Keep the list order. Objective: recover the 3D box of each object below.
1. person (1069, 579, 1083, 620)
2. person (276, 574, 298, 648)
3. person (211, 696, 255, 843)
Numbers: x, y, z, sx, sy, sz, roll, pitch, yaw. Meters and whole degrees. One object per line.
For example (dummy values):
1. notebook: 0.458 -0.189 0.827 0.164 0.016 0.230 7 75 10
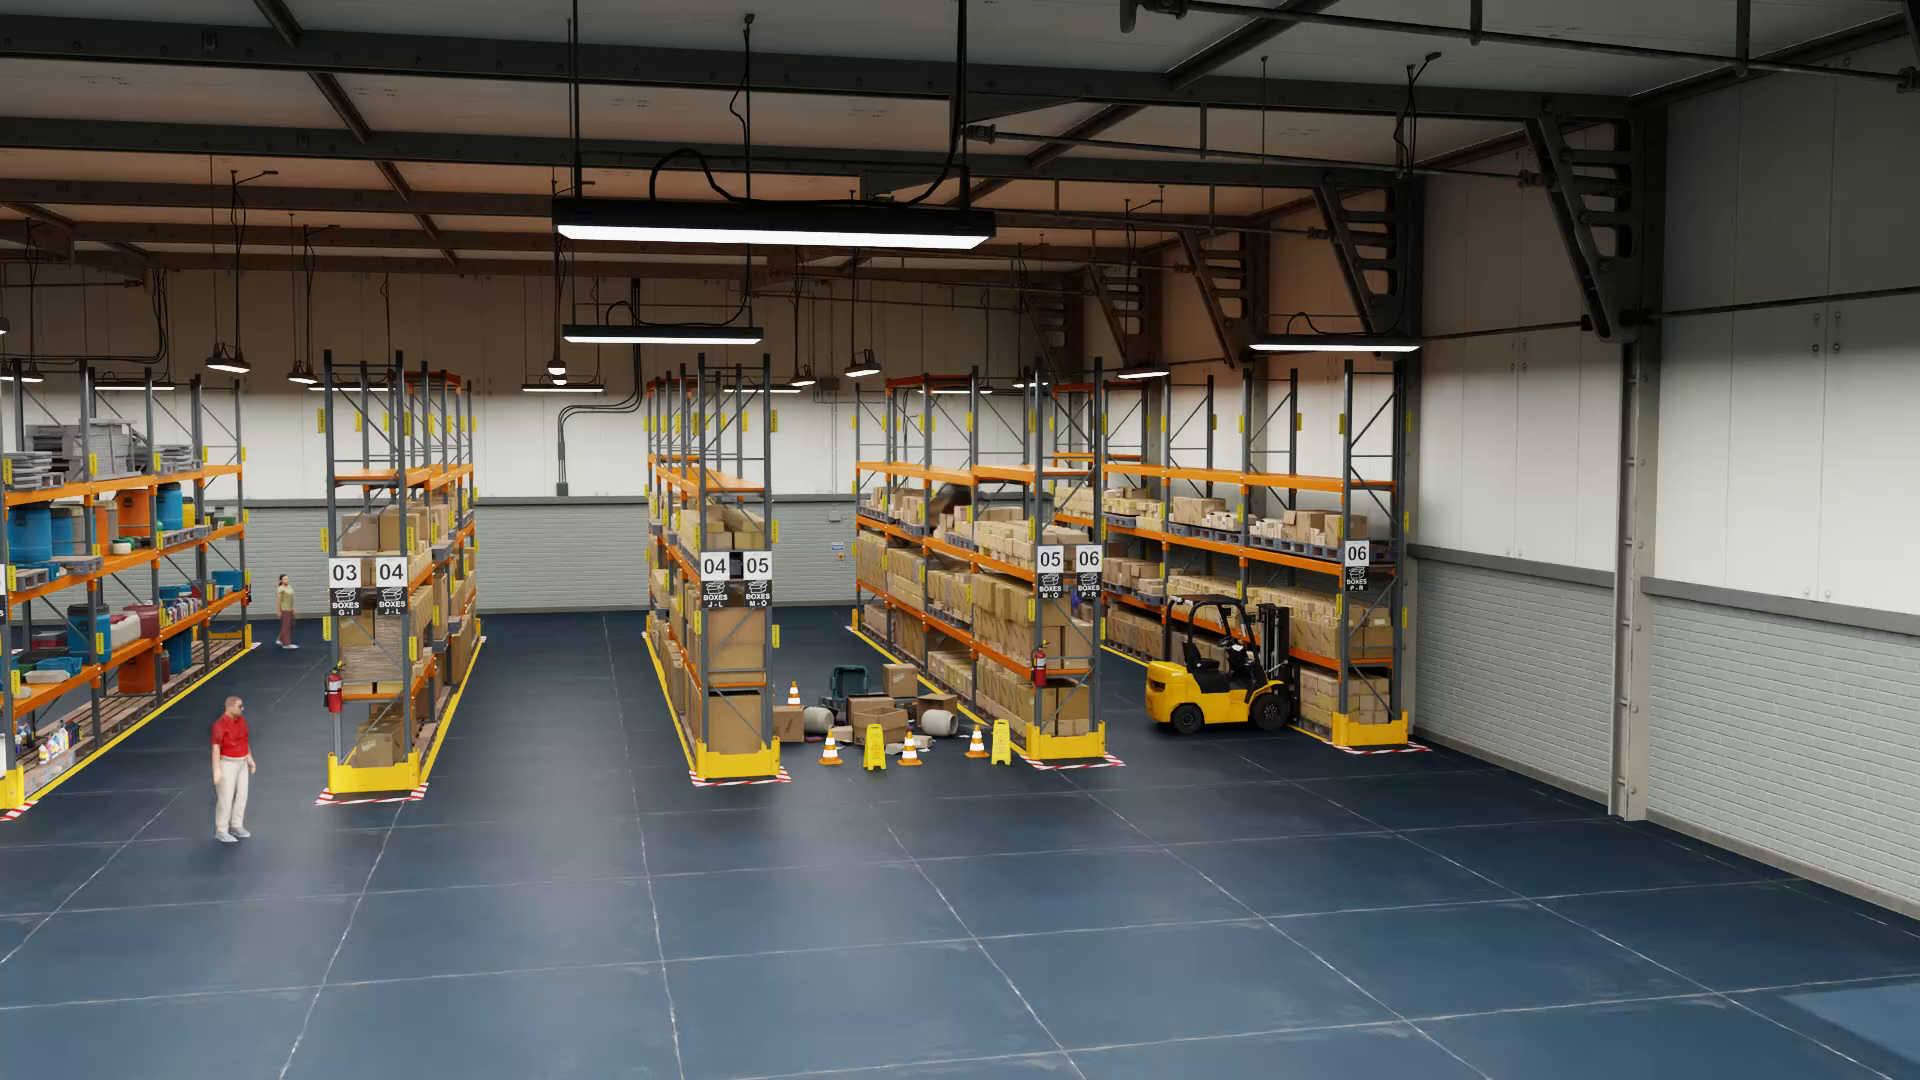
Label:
1. person: 2.313 1.554 33.603 0.435 1.652 0.491 0 4 3
2. person: -15.017 1.580 37.042 0.461 1.672 0.454 -1 4 -10
3. person: -8.783 2.747 20.072 0.382 1.747 0.571 1 4 14
